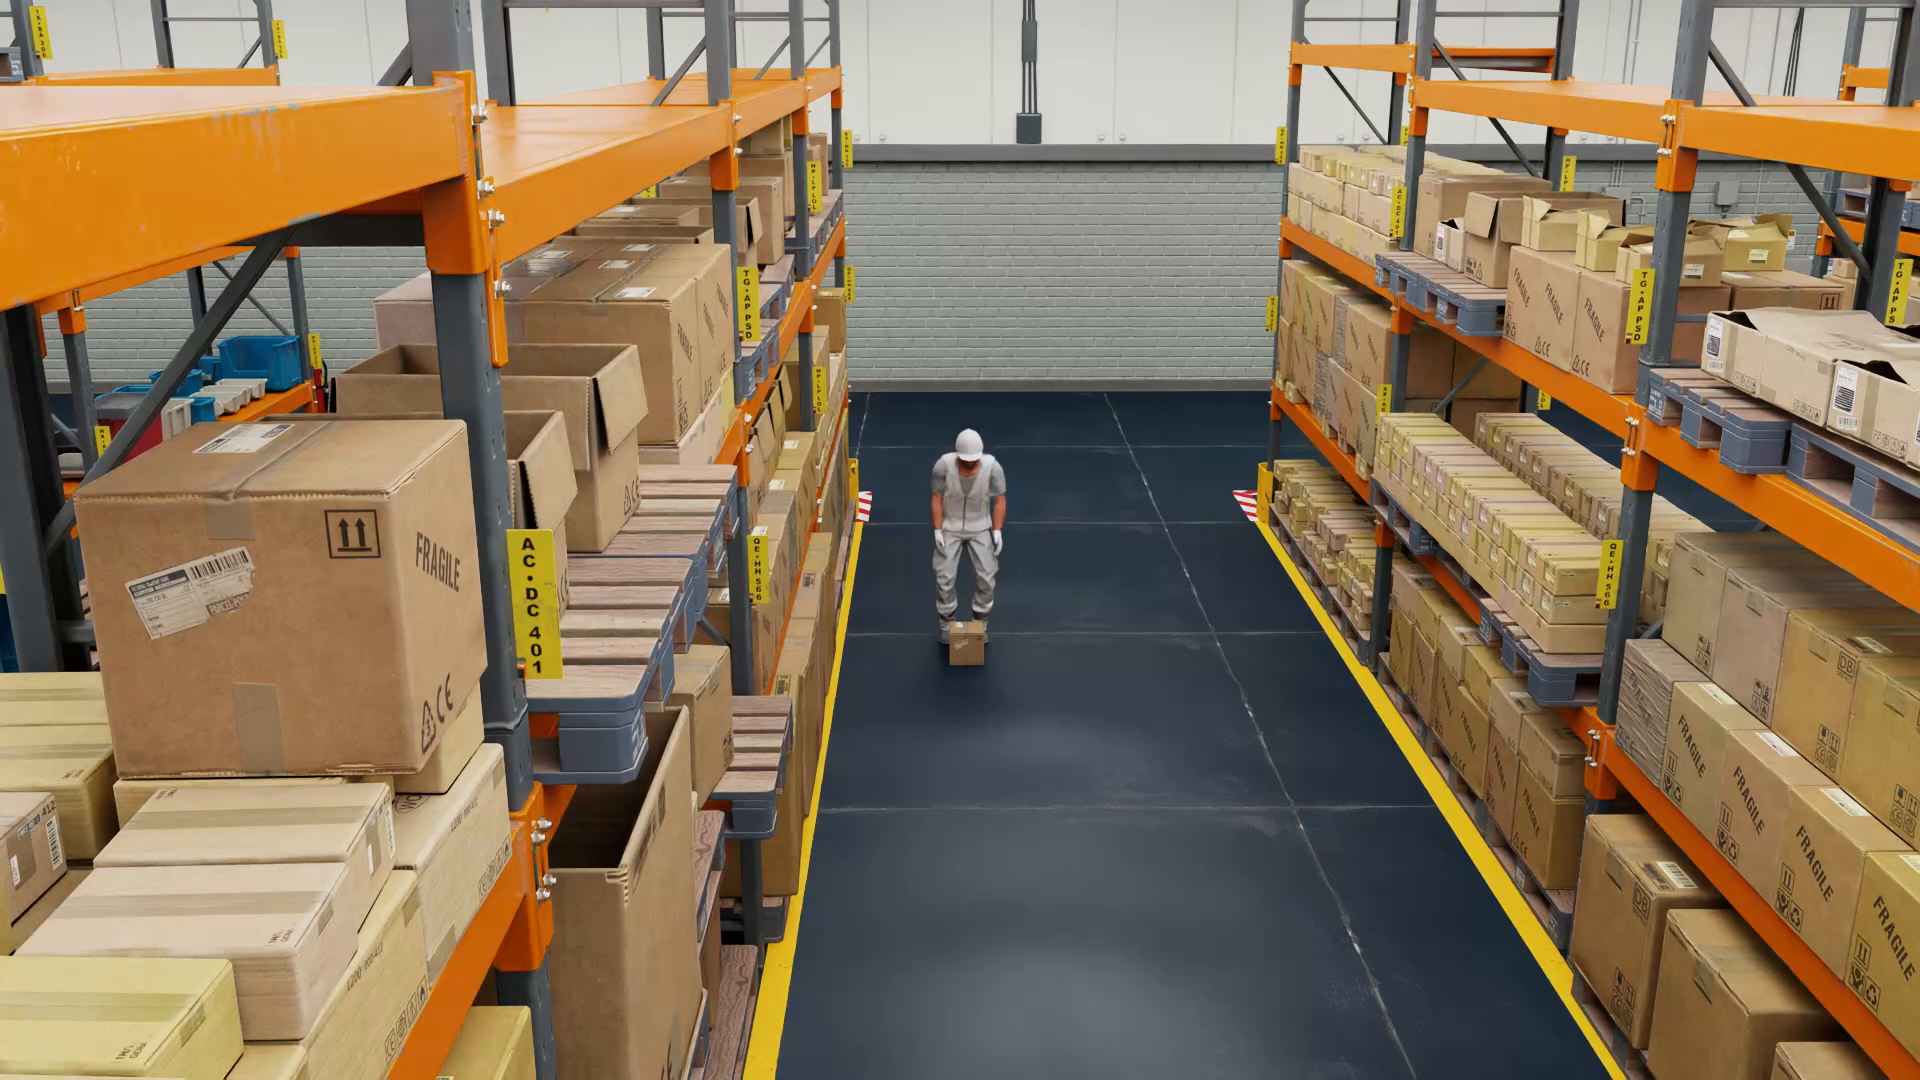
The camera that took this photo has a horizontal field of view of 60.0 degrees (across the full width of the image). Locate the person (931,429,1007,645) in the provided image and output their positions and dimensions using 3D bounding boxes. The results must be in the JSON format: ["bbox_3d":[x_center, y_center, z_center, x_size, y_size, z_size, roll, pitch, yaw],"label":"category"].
[{"bbox_3d":[0.064,-0.040,12.346,0.560,1.666,0.558,0,17,0],"label":"person"}]
